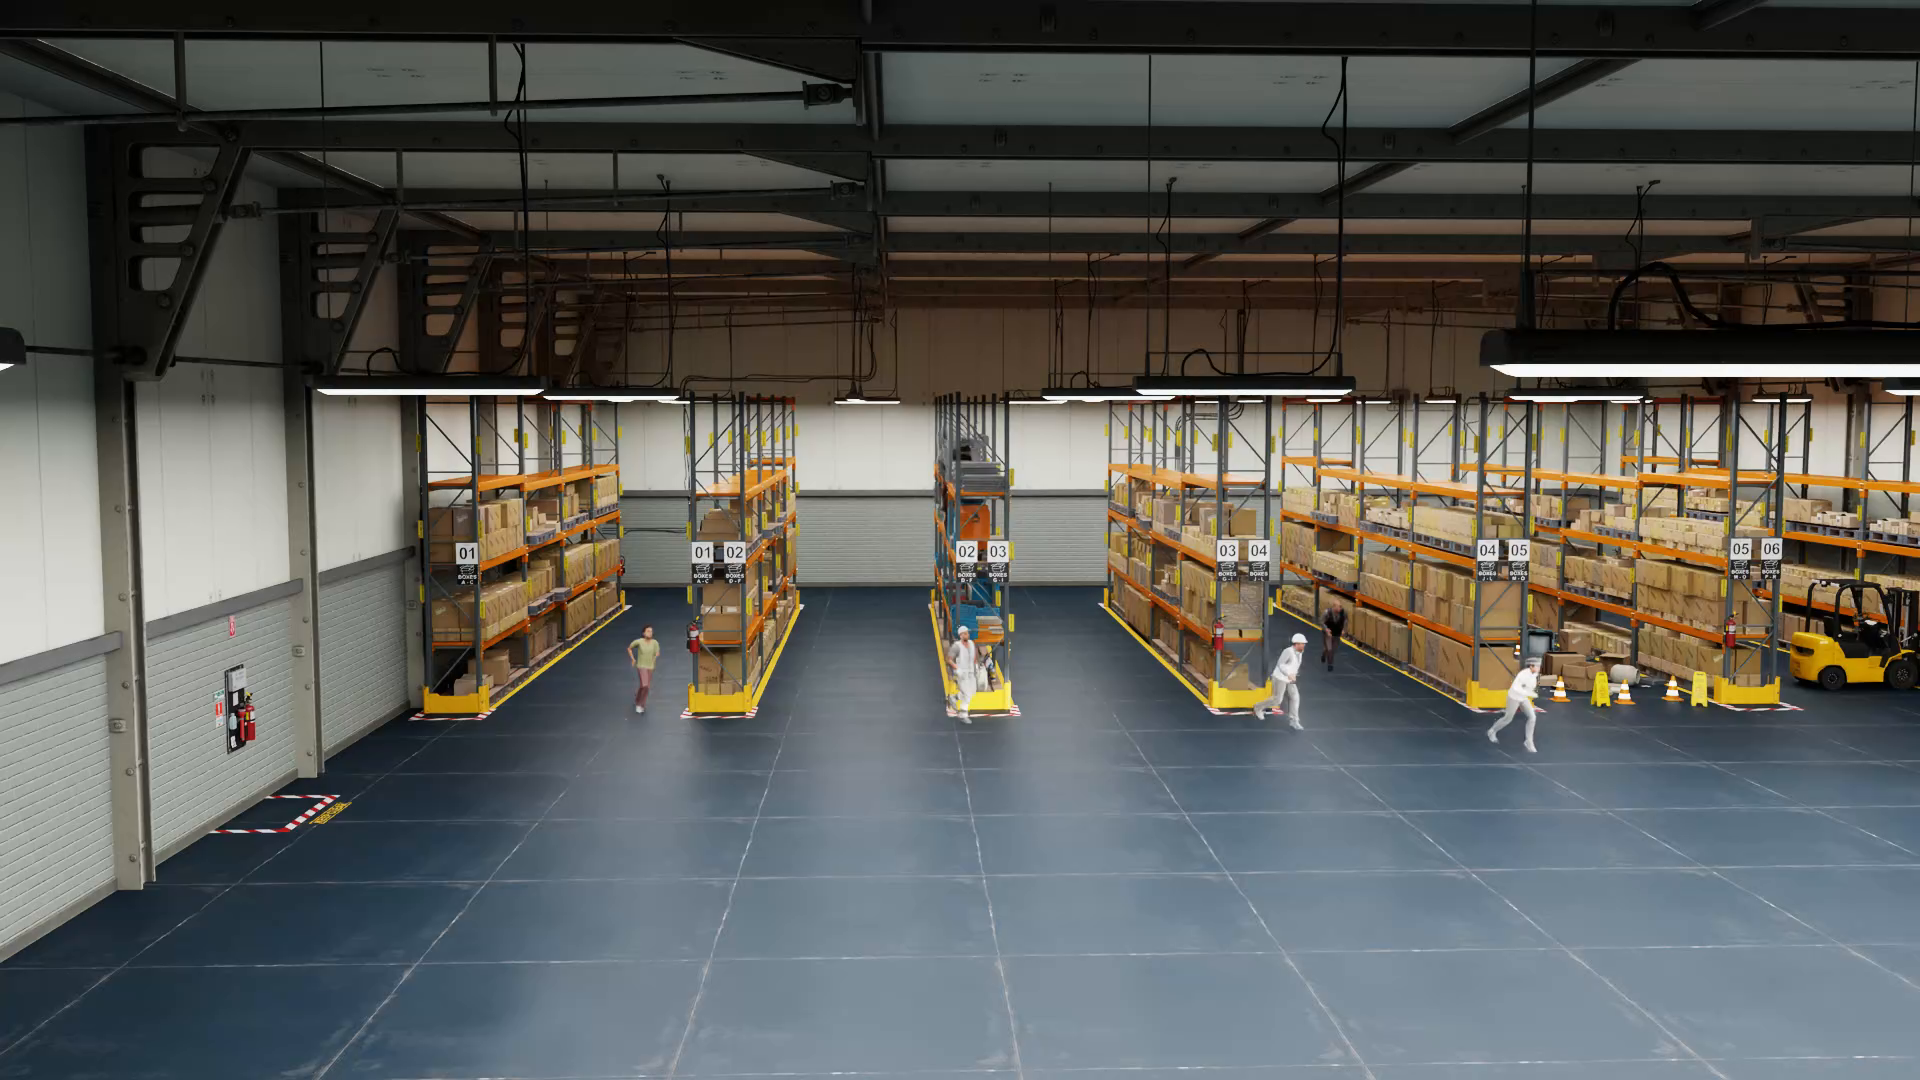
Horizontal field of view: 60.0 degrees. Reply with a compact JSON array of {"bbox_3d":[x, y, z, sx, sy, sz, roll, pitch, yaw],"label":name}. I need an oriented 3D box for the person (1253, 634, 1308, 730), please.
[{"bbox_3d":[5.738,2.509,29.763,1.030,1.732,0.686,3,5,32],"label":"person"}]

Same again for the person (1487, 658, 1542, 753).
[{"bbox_3d":[9.294,2.730,27.855,0.658,1.624,0.963,-4,6,-41],"label":"person"}]

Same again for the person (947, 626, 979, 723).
[{"bbox_3d":[0.015,2.431,30.303,0.669,1.766,0.666,-4,6,-42],"label":"person"}]

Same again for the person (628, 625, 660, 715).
[{"bbox_3d":[-5.888,2.417,31.126,0.559,1.658,0.659,-3,5,-32],"label":"person"}]

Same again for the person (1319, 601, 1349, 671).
[{"bbox_3d":[8.109,2.055,36.224,0.677,1.559,0.939,-1,5,-7],"label":"person"}]
